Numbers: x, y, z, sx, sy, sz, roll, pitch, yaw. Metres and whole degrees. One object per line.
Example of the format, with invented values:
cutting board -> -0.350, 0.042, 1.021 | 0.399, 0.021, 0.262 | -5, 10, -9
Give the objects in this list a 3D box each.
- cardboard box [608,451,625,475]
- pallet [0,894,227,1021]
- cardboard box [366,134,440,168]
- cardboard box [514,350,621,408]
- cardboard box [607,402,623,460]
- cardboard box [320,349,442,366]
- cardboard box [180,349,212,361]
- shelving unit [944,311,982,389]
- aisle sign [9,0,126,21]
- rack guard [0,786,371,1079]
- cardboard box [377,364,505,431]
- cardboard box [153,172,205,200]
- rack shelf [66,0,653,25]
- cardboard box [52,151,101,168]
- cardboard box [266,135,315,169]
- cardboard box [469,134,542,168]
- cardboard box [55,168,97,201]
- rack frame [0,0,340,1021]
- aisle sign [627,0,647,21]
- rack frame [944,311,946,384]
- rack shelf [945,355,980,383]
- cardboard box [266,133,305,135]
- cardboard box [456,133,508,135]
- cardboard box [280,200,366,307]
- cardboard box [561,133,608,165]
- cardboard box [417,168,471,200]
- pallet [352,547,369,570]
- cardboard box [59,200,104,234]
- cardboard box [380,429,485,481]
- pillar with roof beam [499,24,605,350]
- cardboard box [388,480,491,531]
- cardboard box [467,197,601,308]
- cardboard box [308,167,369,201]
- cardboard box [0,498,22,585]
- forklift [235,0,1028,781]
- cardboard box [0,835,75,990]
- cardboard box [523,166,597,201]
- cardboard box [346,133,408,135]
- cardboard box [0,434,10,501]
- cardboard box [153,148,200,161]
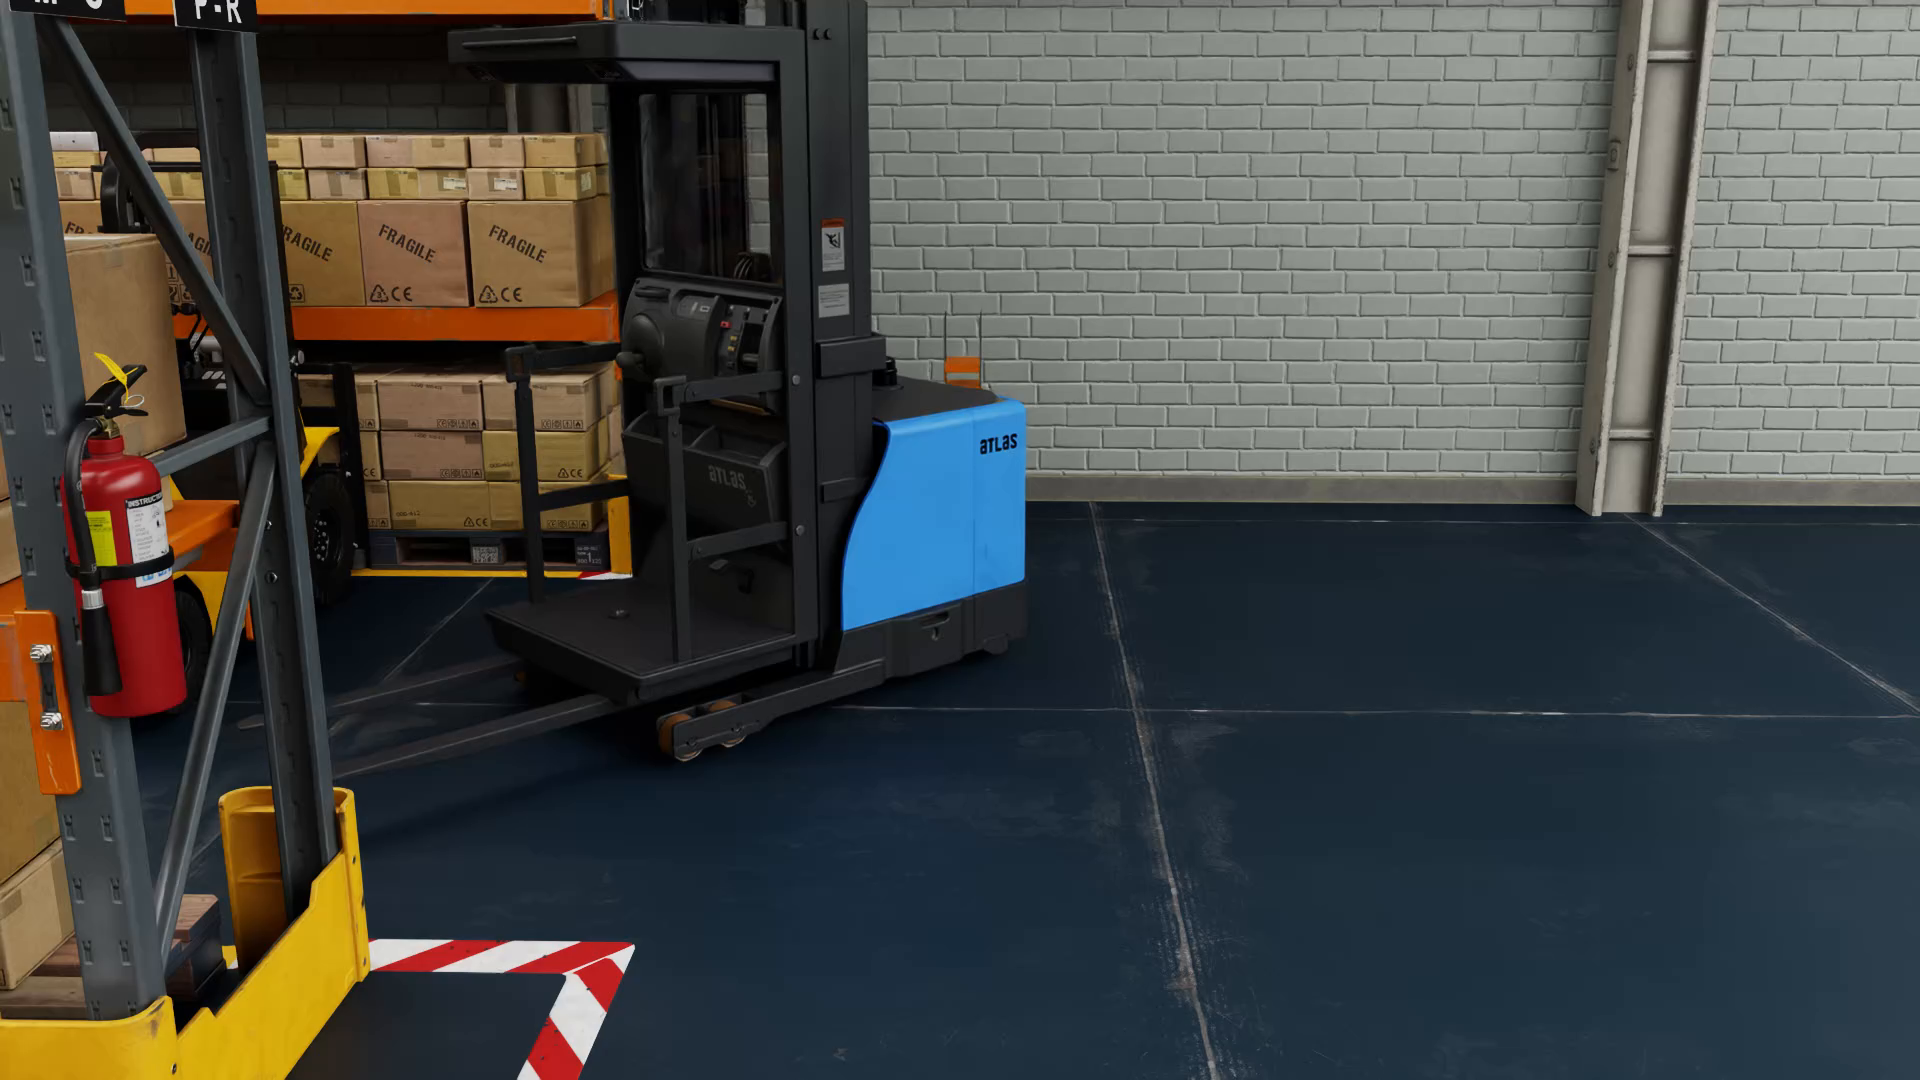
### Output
cardboard box -> -2.057, -0.356, 8.876 | 0.500, 0.250, 0.500 | 0, 15, 2
pallet -> -2.581, 1.170, 3.992 | 1.213, 0.211, 1.003 | 0, 15, 1
cardboard box -> -2.691, -1.893, 8.084 | 0.250, 0.149, 0.380 | 0, 15, 2
cardboard box -> -2.047, -0.838, 8.742 | 0.500, 0.250, 0.500 | 0, 15, 1
cardboard box -> -2.036, -0.601, 8.824 | 0.500, 0.250, 0.500 | 1, 15, 2
cardboard box -> -3.046, -0.846, 8.774 | 0.500, 0.250, 0.500 | 0, 15, 1
cardboard box -> -4.061, -0.852, 8.798 | 0.500, 0.250, 0.500 | 0, 15, 2
shelving unit -> 0.014, -0.580, 8.687 | 0.189, 1.200, 0.258 | 0, 15, 1
aisle sign -> -1.640, -1.346, 2.966 | 0.004, 0.787, 0.394 | 0, 15, 1
rack guard -> -1.770, 1.045, 3.901 | 0.348, 0.500, 1.175 | 0, 15, 1
cardboard box -> -2.550, -0.712, 8.264 | 0.500, 0.250, 0.500 | 1, 15, 2
cardboard box -> -3.713, -1.733, 8.062 | 0.250, 0.149, 0.380 | 0, 15, 0
rack shelf -> -3.570, -2.545, 8.136 | 4.000, 0.370, 1.077 | 0, 15, 1
cardboard box -> -4.225, -1.883, 8.046 | 0.250, 0.149, 0.380 | 0, 15, 1
cardboard box -> -3.213, -1.867, 7.984 | 0.250, 0.149, 0.380 | 1, 15, 3
cardboard box -> -2.182, -1.877, 8.026 | 0.250, 0.149, 0.380 | 0, 15, 2
cardboard box -> -4.231, -1.730, 8.049 | 0.250, 0.149, 0.380 | 0, 15, 1
rack frame -> -1.694, -0.164, 3.580 | 0.127, 3.000, 1.000 | 0, 15, 1
aisle sign -> -1.513, -2.611, 7.761 | 0.004, 0.787, 0.394 | 0, 15, 1
rack frame -> -0.077, -0.581, 8.689 | 0.006, 1.200, 0.240 | 0, 15, 1
rack shelf -> 0.014, -0.885, 8.606 | 0.180, 0.103, 0.258 | 0, 15, 1
cardboard box -> -3.447, -2.009, 8.525 | 0.250, 0.149, 0.380 | 0, 15, 2
cardboard box -> -2.426, -2.000, 8.491 | 0.250, 0.149, 0.380 | 1, 15, 2
cardboard box -> -3.100, -1.423, 8.158 | 0.500, 0.500, 0.500 | 0, 15, 0
cardboard box -> -1.901, -1.992, 8.459 | 0.250, 0.149, 0.380 | 0, 15, 0
cardboard box -> -2.439, -1.734, 8.063 | 0.250, 0.149, 0.380 | 1, 15, 2
pallet -> -3.553, -0.084, 8.745 | 1.213, 0.211, 1.003 | 0, 15, 1
cardboard box -> -4.105, -1.432, 8.192 | 0.500, 0.500, 0.500 | 0, 15, 1
cardboard box -> -2.567, -0.474, 8.344 | 0.500, 0.250, 0.500 | 0, 15, 1
pillar with roof beam -> -2.354, -3.467, 4.340 | 0.400, 9.000, 9.100 | 0, 15, 1
cardboard box -> -2.546, -0.231, 8.403 | 0.500, 0.250, 0.500 | 0, 15, 1
cardboard box -> -2.070, -1.414, 8.123 | 0.500, 0.500, 0.500 | 0, 15, 0
cardboard box -> -2.955, -1.728, 8.041 | 0.250, 0.149, 0.380 | 0, 15, 0
cardboard box -> -2.073, 0.010, 3.414 | 0.250, 0.149, 0.380 | 1, 15, 3
forklift -> -1.124, -0.784, 6.067 | 3.031, 2.935, 1.130 | -14, 20, -42
cardboard box -> -2.493, 0.887, 4.164 | 0.500, 0.250, 0.500 | 0, 15, 1
cardboard box -> -1.925, -1.722, 8.020 | 0.250, 0.149, 0.380 | 1, 15, 2
cardboard box -> -2.937, -2.001, 8.494 | 0.250, 0.149, 0.380 | 1, 15, 3
cardboard box -> -2.244, -0.289, 3.276 | 0.500, 0.500, 0.500 | 0, 15, 0
cardboard box -> -3.719, -1.898, 8.104 | 0.250, 0.149, 0.380 | 0, 15, 2
